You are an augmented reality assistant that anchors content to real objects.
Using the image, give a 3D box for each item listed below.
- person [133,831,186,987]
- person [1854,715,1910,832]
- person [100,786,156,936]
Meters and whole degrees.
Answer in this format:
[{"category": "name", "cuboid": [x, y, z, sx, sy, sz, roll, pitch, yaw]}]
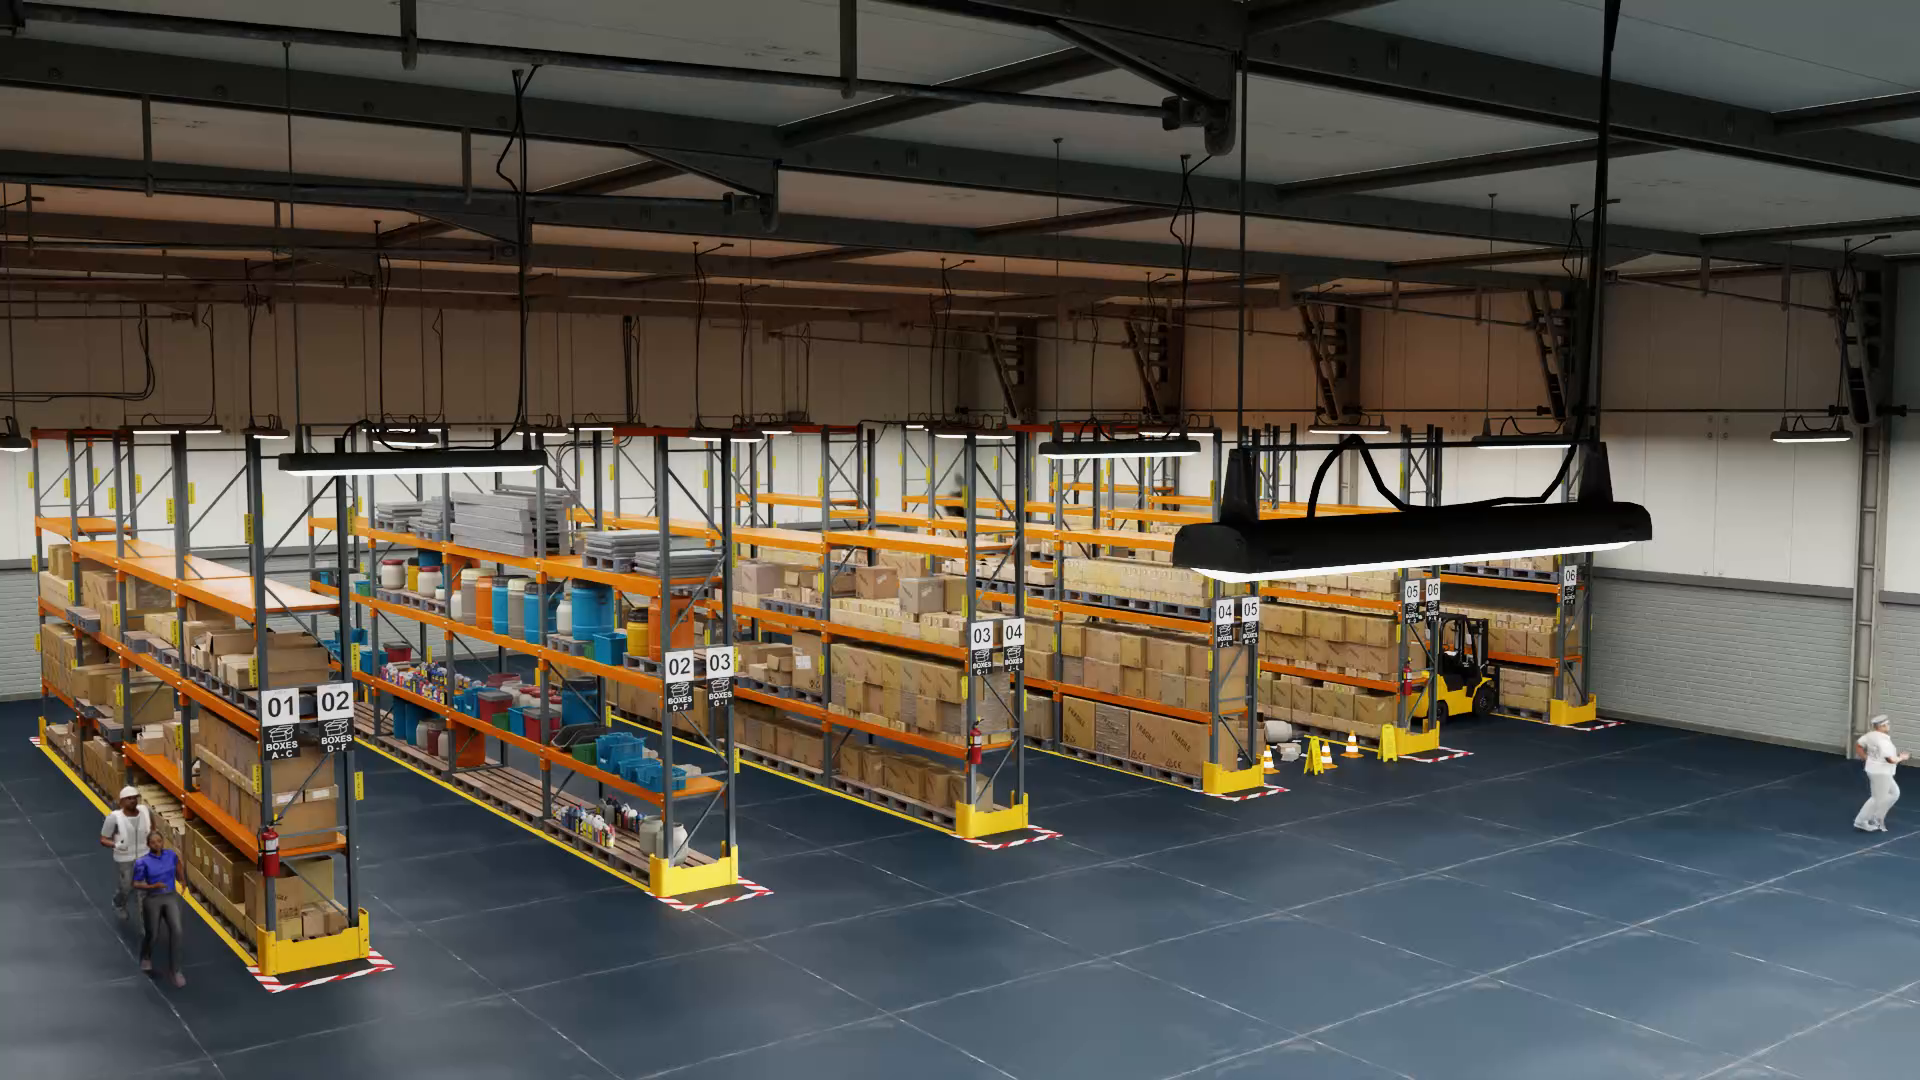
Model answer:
[{"category": "person", "cuboid": [-8.881, 4.066, 18.493, 0.583, 1.684, 0.866, -4, 6, -41]}, {"category": "person", "cuboid": [13.769, 3.506, 24.846, 0.736, 1.824, 0.637, 1, 5, 13]}, {"category": "person", "cuboid": [-9.990, 3.853, 20.058, 0.682, 1.792, 0.985, -4, 6, -43]}]
